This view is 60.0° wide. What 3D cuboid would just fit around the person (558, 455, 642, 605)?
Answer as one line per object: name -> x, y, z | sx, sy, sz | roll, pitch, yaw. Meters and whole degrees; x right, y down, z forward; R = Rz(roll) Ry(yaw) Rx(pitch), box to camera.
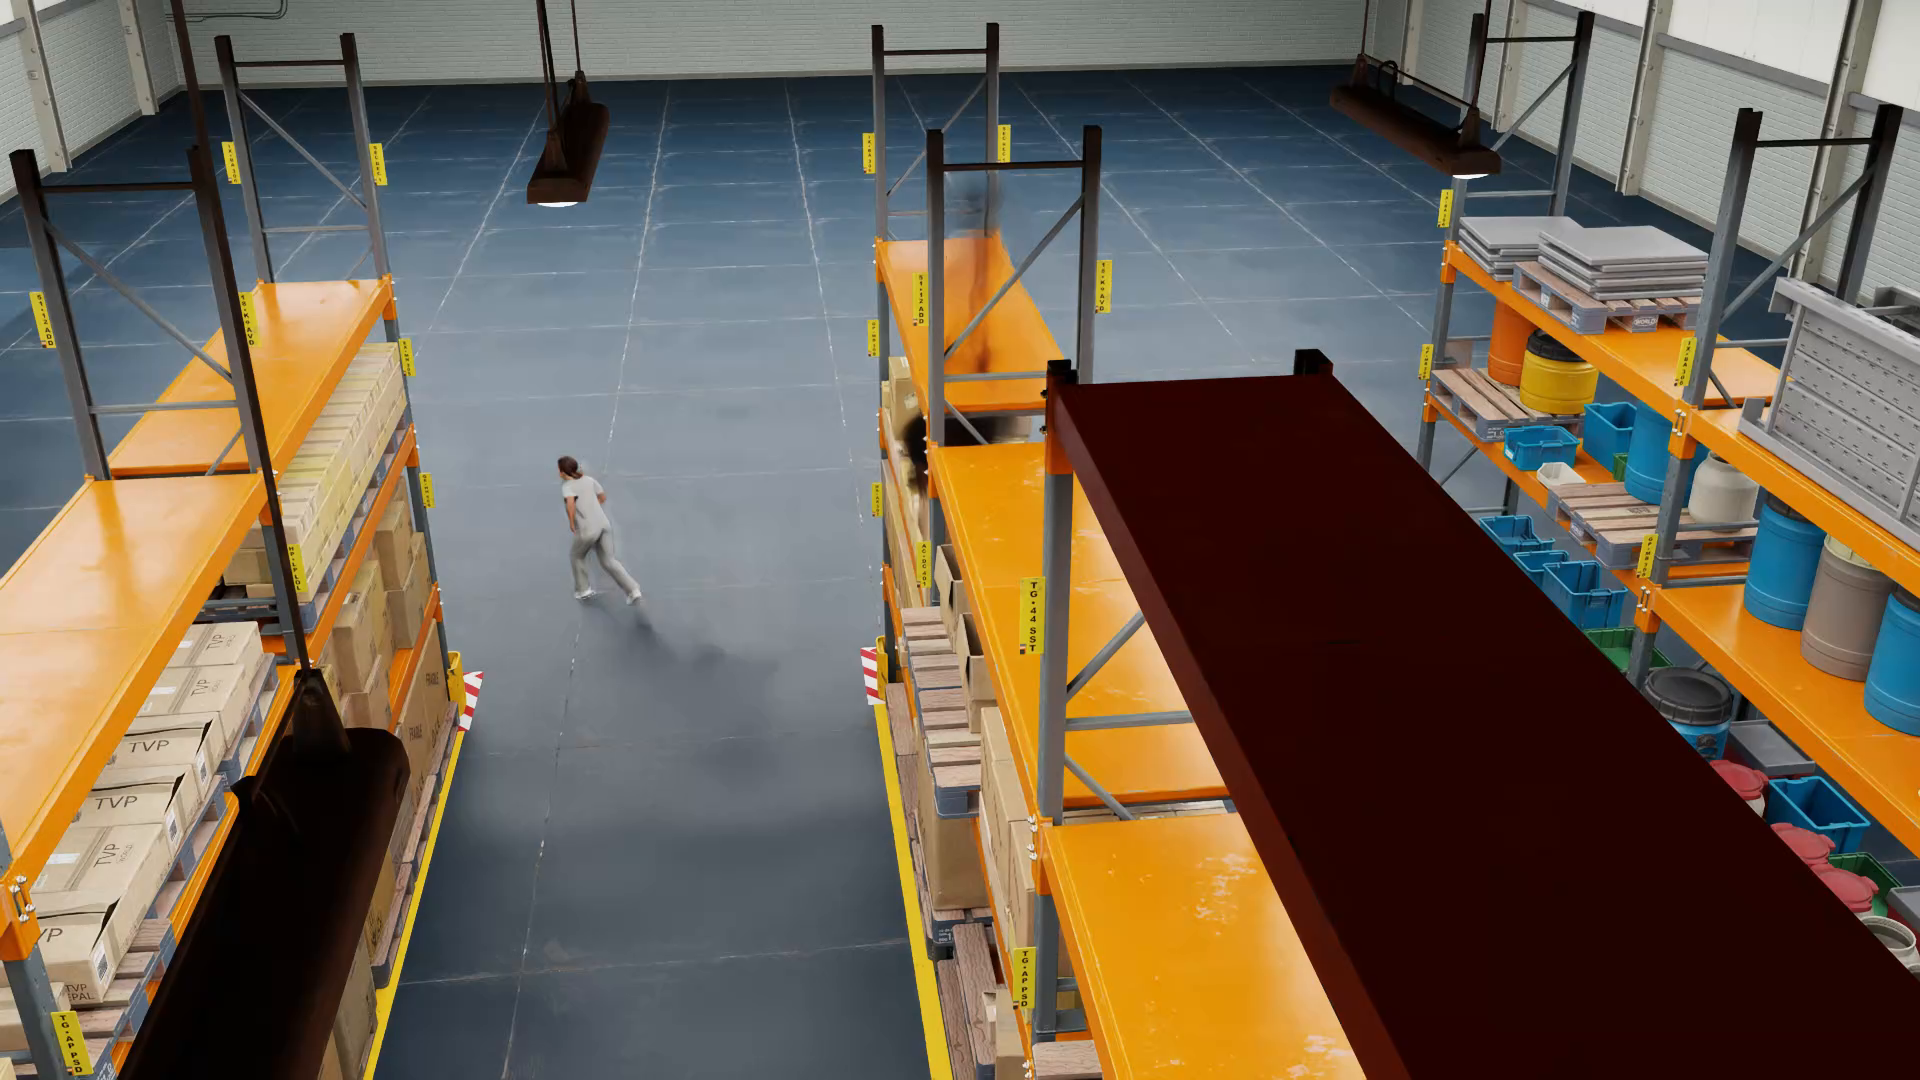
person -> -3.638, -0.016, 16.737 | 1.004, 1.622, 0.601 | 14, 29, 27
